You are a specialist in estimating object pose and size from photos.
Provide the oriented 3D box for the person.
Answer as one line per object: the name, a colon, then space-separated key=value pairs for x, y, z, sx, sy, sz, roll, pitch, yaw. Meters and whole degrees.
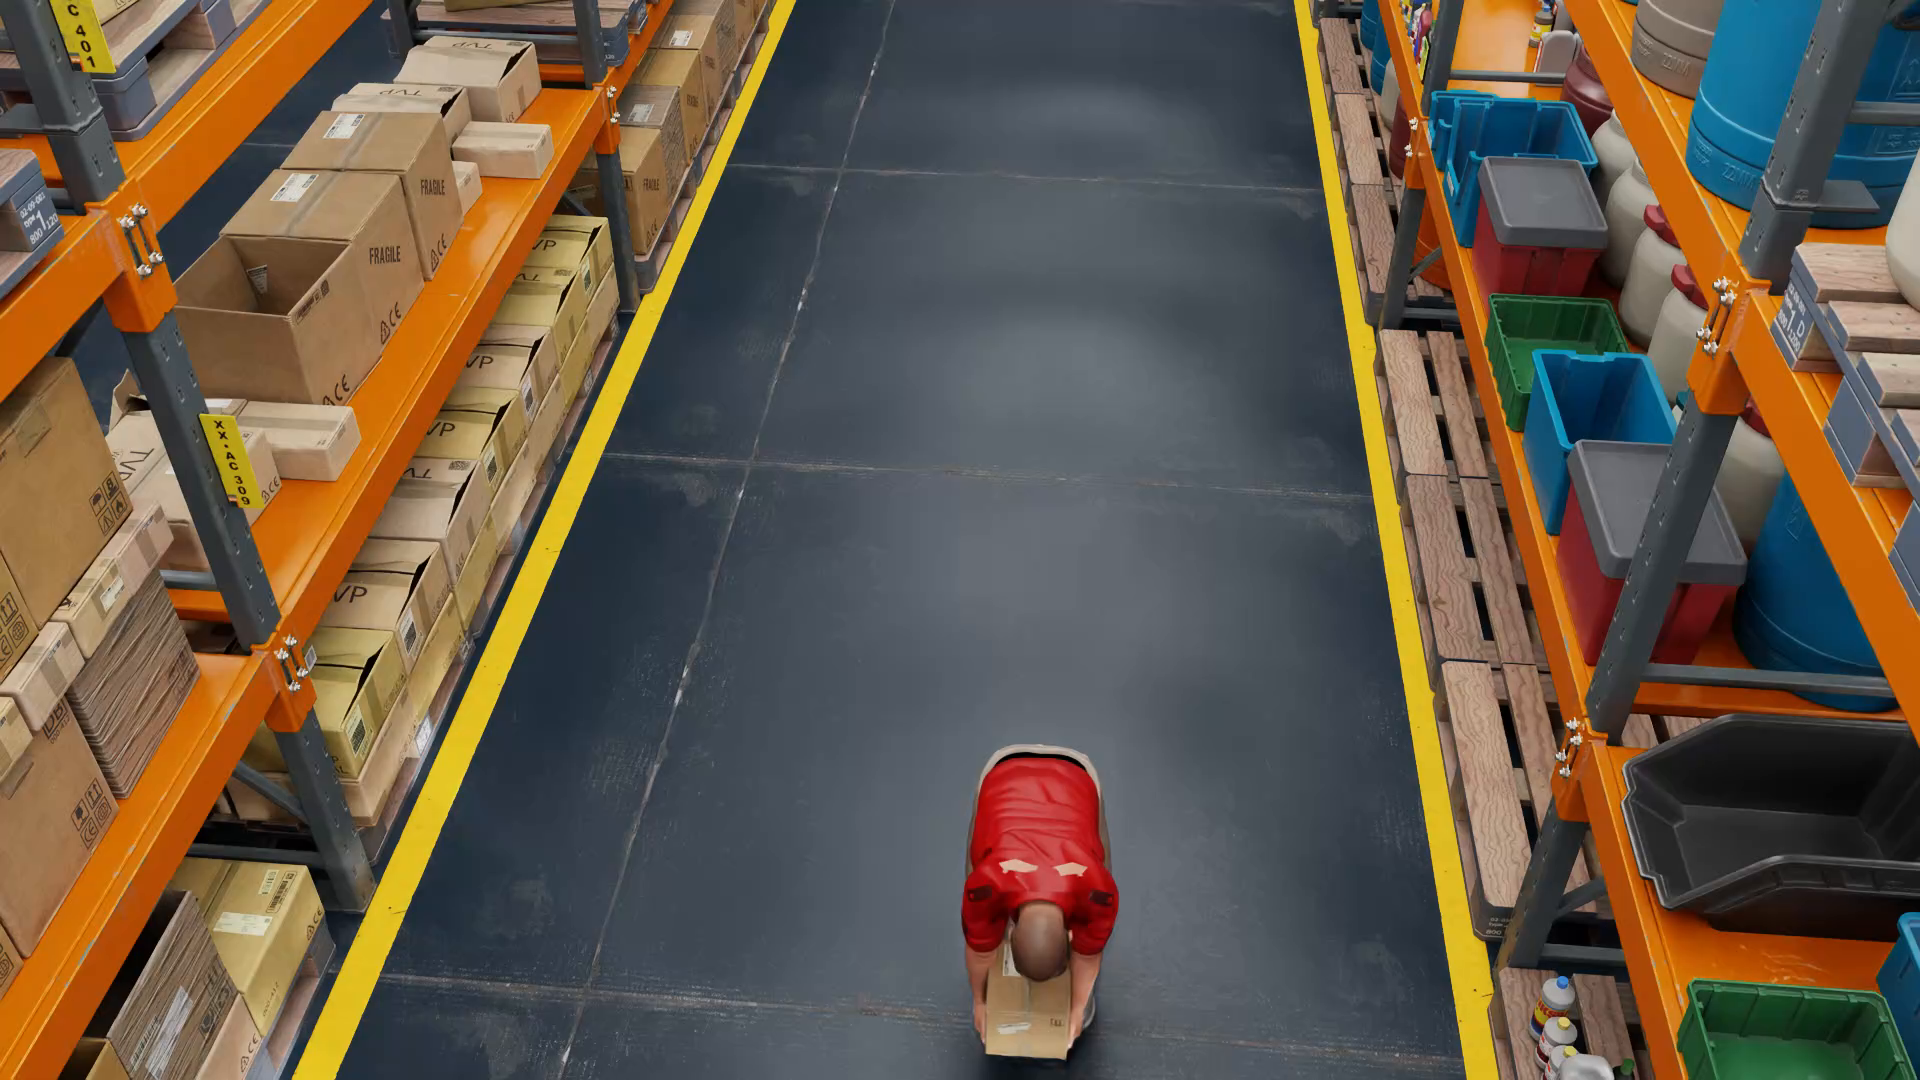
person: x=0.257 y=0.921 z=5.091 sx=0.478 sy=1.703 sz=0.575 roll=3 pitch=40 yaw=3
